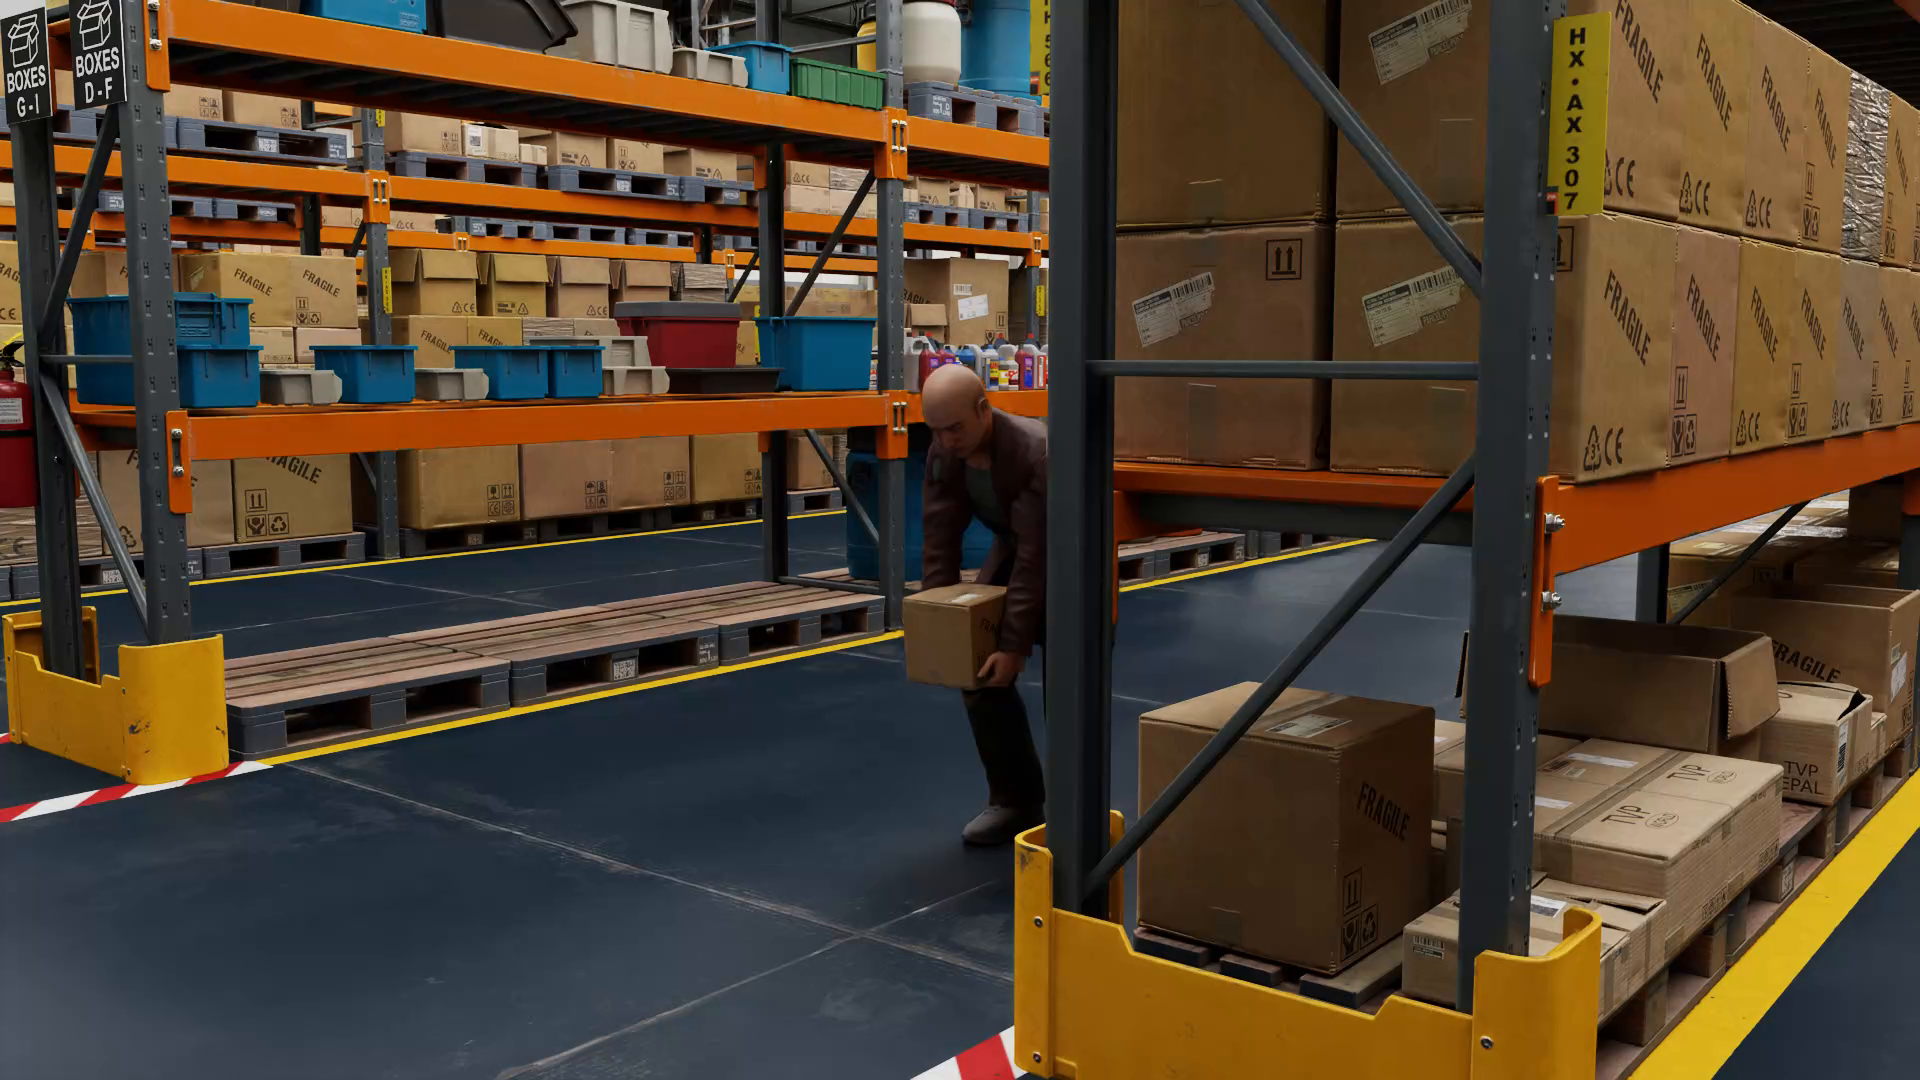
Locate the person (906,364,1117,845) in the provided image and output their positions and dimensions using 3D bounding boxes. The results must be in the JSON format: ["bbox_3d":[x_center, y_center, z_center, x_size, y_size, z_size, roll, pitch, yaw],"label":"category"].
[{"bbox_3d":[0.144,0.229,5.045,0.555,1.495,0.806,5,8,37],"label":"person"}]
